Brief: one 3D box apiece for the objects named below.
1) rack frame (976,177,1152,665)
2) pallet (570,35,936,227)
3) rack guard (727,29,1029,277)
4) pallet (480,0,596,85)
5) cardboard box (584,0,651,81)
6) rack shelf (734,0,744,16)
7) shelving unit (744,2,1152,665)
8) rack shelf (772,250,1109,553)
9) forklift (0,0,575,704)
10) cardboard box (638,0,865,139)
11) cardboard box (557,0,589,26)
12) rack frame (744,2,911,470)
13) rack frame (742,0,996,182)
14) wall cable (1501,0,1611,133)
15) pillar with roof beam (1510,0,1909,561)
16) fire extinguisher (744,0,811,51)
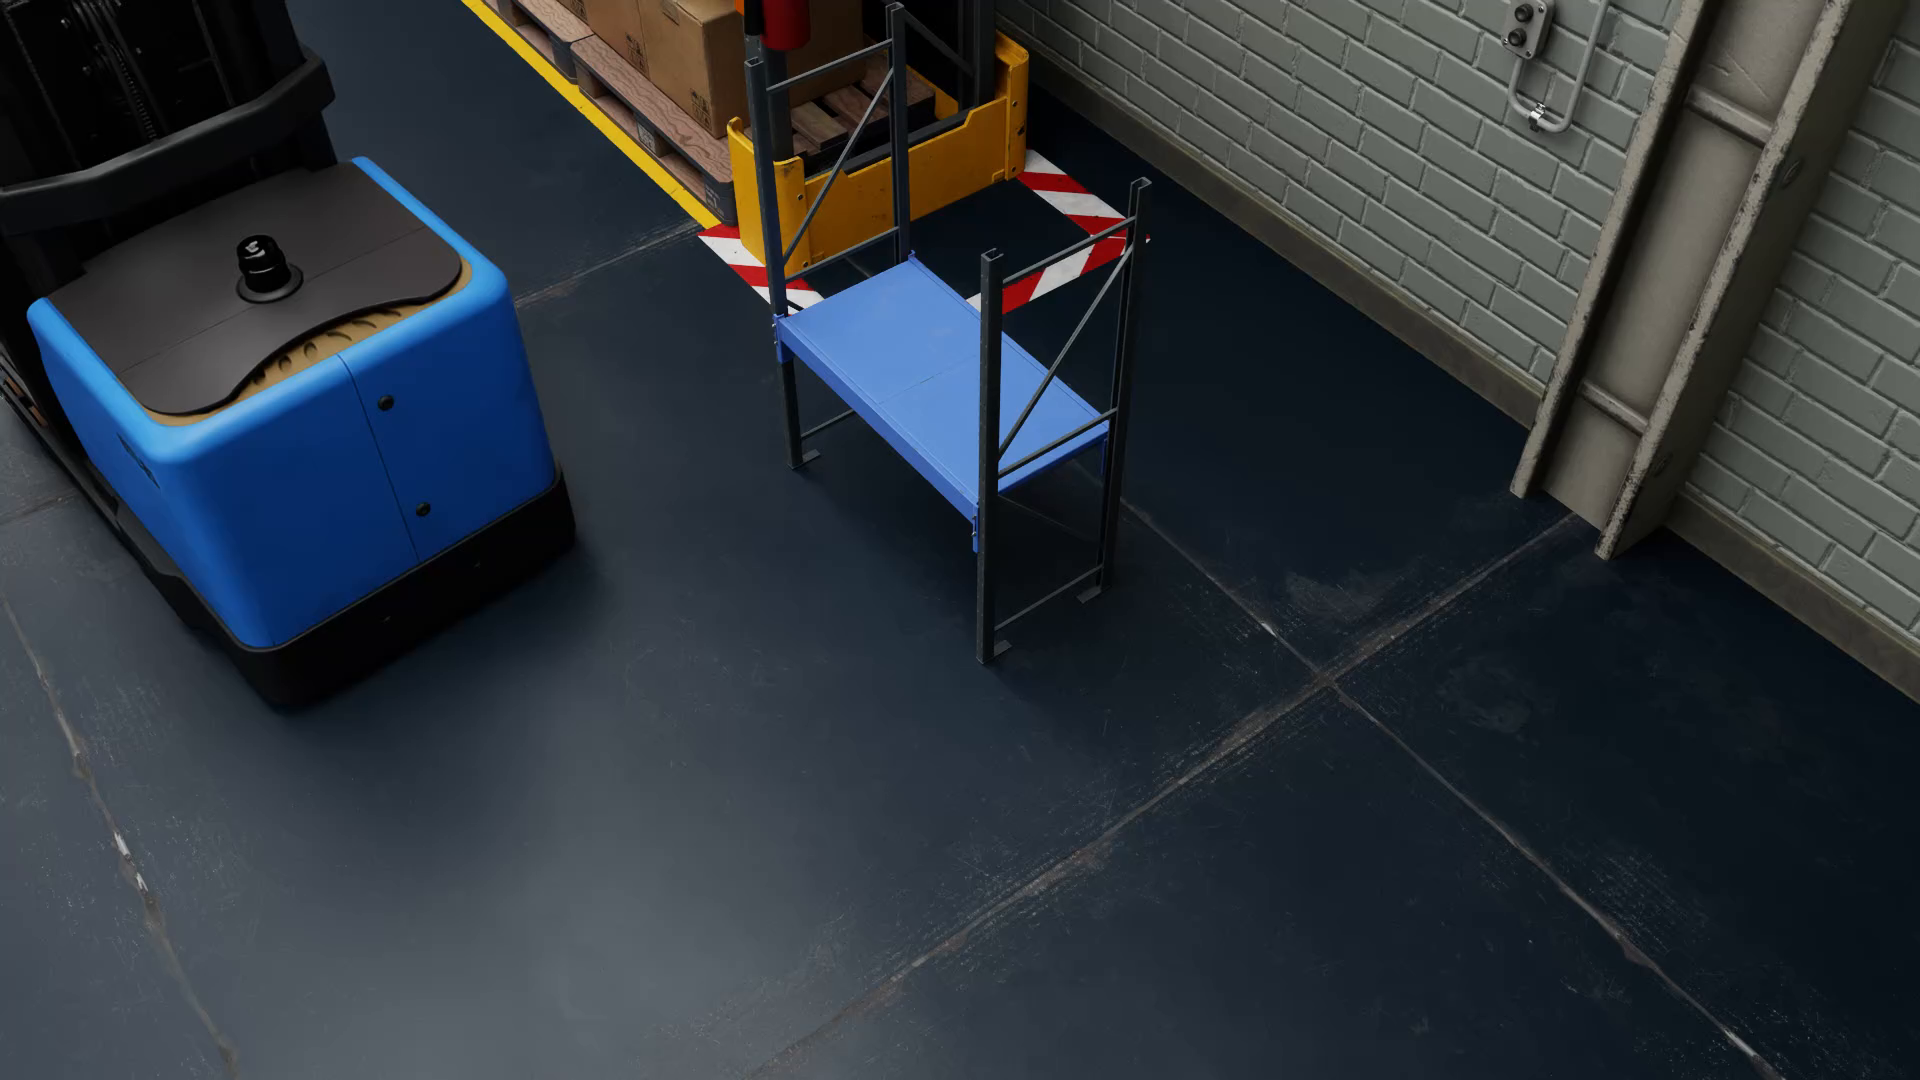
[{"bbox_3d":[0.256,-0.254,4.468,0.500,1.500,0.032,-29,54,-24],"label":"rack frame"},{"bbox_3d":[-0.846,-1.828,6.765,1.003,0.211,1.213,-29,54,-24],"label":"pallet"},{"bbox_3d":[-0.285,-1.475,6.250,1.175,0.500,0.348,-29,54,-24],"label":"rack guard"},{"bbox_3d":[-1.581,-2.547,7.417,1.003,0.211,1.213,-29,54,-24],"label":"pallet"},{"bbox_3d":[-1.106,-2.293,6.708,0.700,0.500,0.500,-30,54,-24],"label":"cardboard box"},{"bbox_3d":[-1.511,-3.266,6.672,1.077,0.370,4.000,-29,54,-24],"label":"rack shelf"},{"bbox_3d":[-0.052,-0.554,4.740,0.538,1.500,1.048,-29,54,-24],"label":"shelving unit"},{"bbox_3d":[-0.052,-0.433,4.873,0.538,0.185,1.000,-29,54,-24],"label":"rack shelf"},{"bbox_3d":[-2.575,-1.520,4.650,1.130,2.935,3.031,-35,57,-27],"label":"forklift"},{"bbox_3d":[-0.803,-1.998,6.440,0.700,0.500,0.500,-29,54,-24],"label":"cardboard box"},{"bbox_3d":[-1.411,-2.589,6.976,0.700,0.500,0.500,-31,55,-25],"label":"cardboard box"},{"bbox_3d":[-0.359,-0.854,5.012,0.500,1.500,0.032,-29,54,-24],"label":"rack frame"},{"bbox_3d":[-0.300,-2.328,5.336,1.000,3.000,0.127,-29,54,-24],"label":"rack frame"},{"bbox_3d":[1.228,-2.339,4.660,0.084,1.984,1.851,-29,54,-24],"label":"wall cable"},{"bbox_3d":[-1.403,-1.208,0.271,9.100,9.000,0.400,-29,54,-24],"label":"pillar with roof beam"},{"bbox_3d":[-0.576,-1.881,5.235,0.296,0.674,0.183,-29,54,-24],"label":"fire extinguisher"}]
